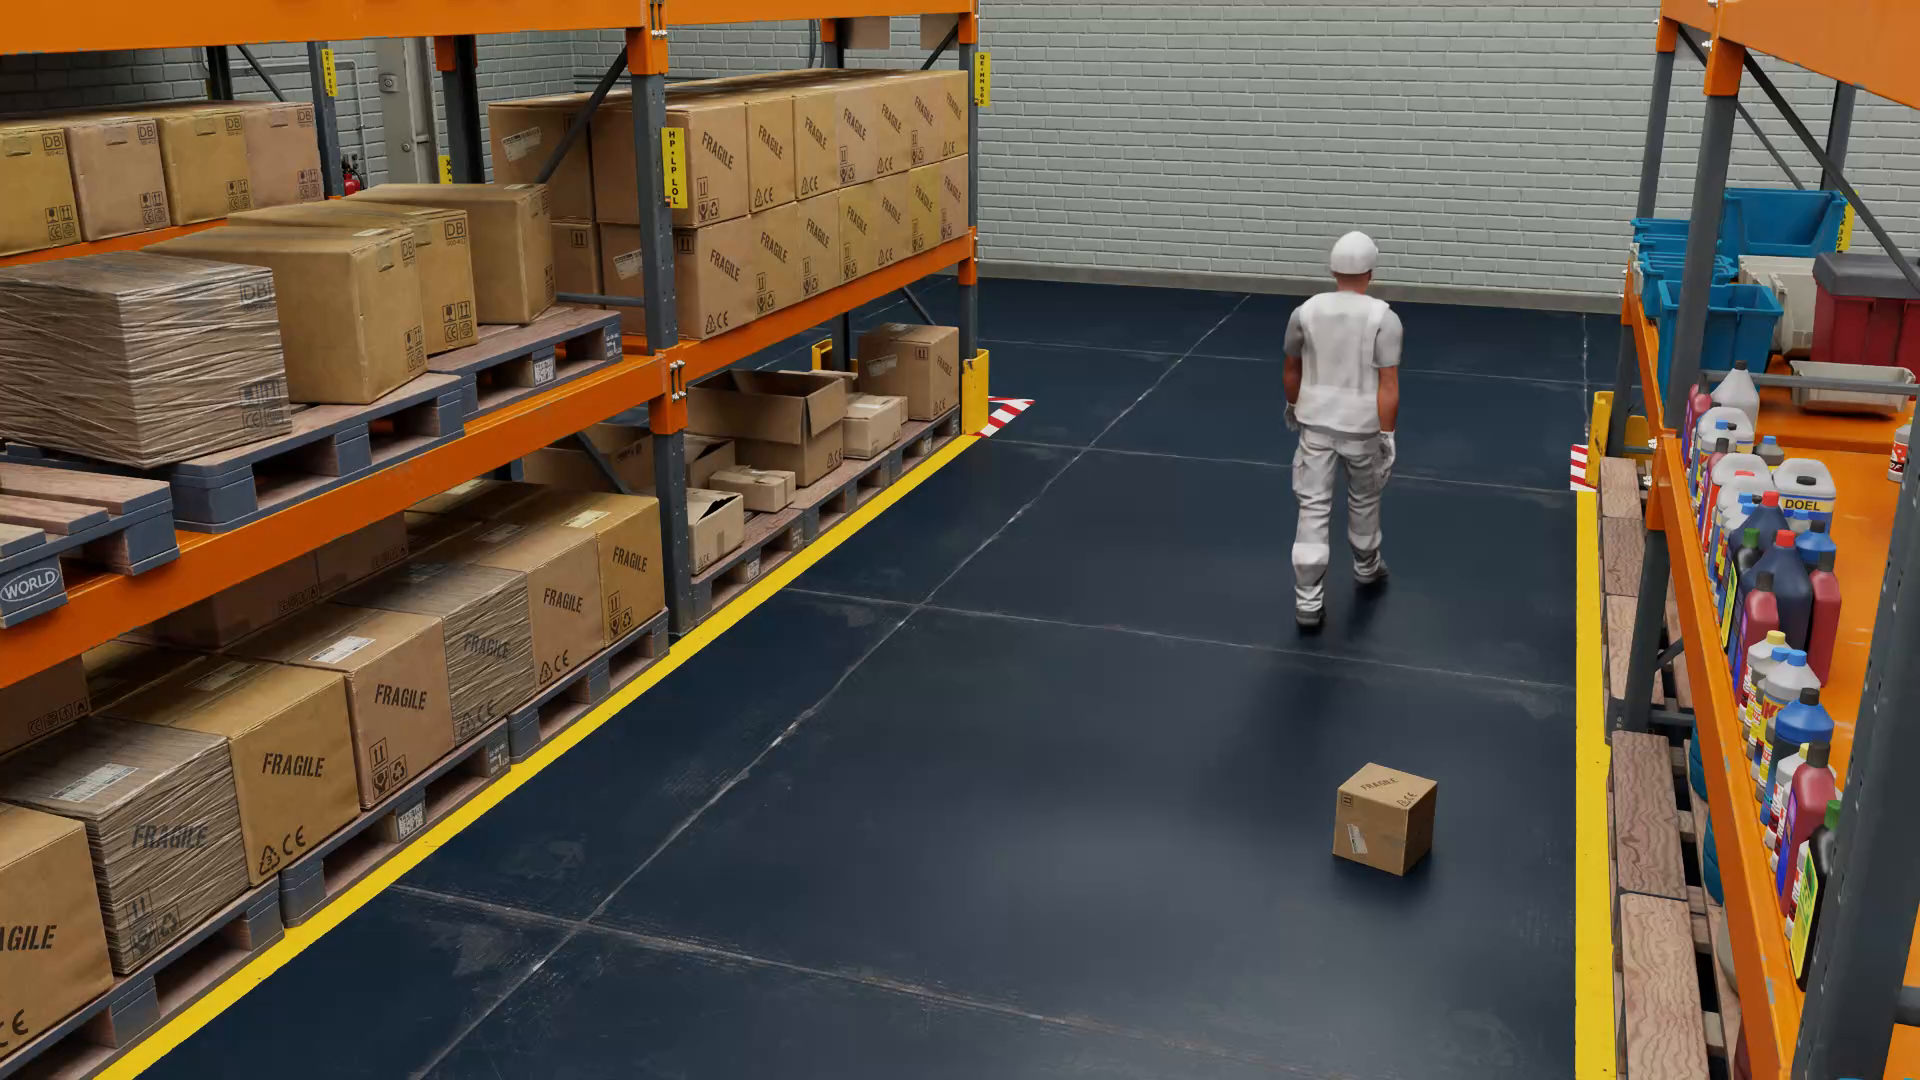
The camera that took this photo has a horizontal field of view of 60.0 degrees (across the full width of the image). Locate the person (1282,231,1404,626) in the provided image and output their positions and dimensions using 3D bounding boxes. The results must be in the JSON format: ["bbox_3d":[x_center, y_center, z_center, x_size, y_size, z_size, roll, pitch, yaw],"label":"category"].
[{"bbox_3d":[1.756,-0.563,7.647,0.569,1.738,0.968,7,20,20],"label":"person"}]
